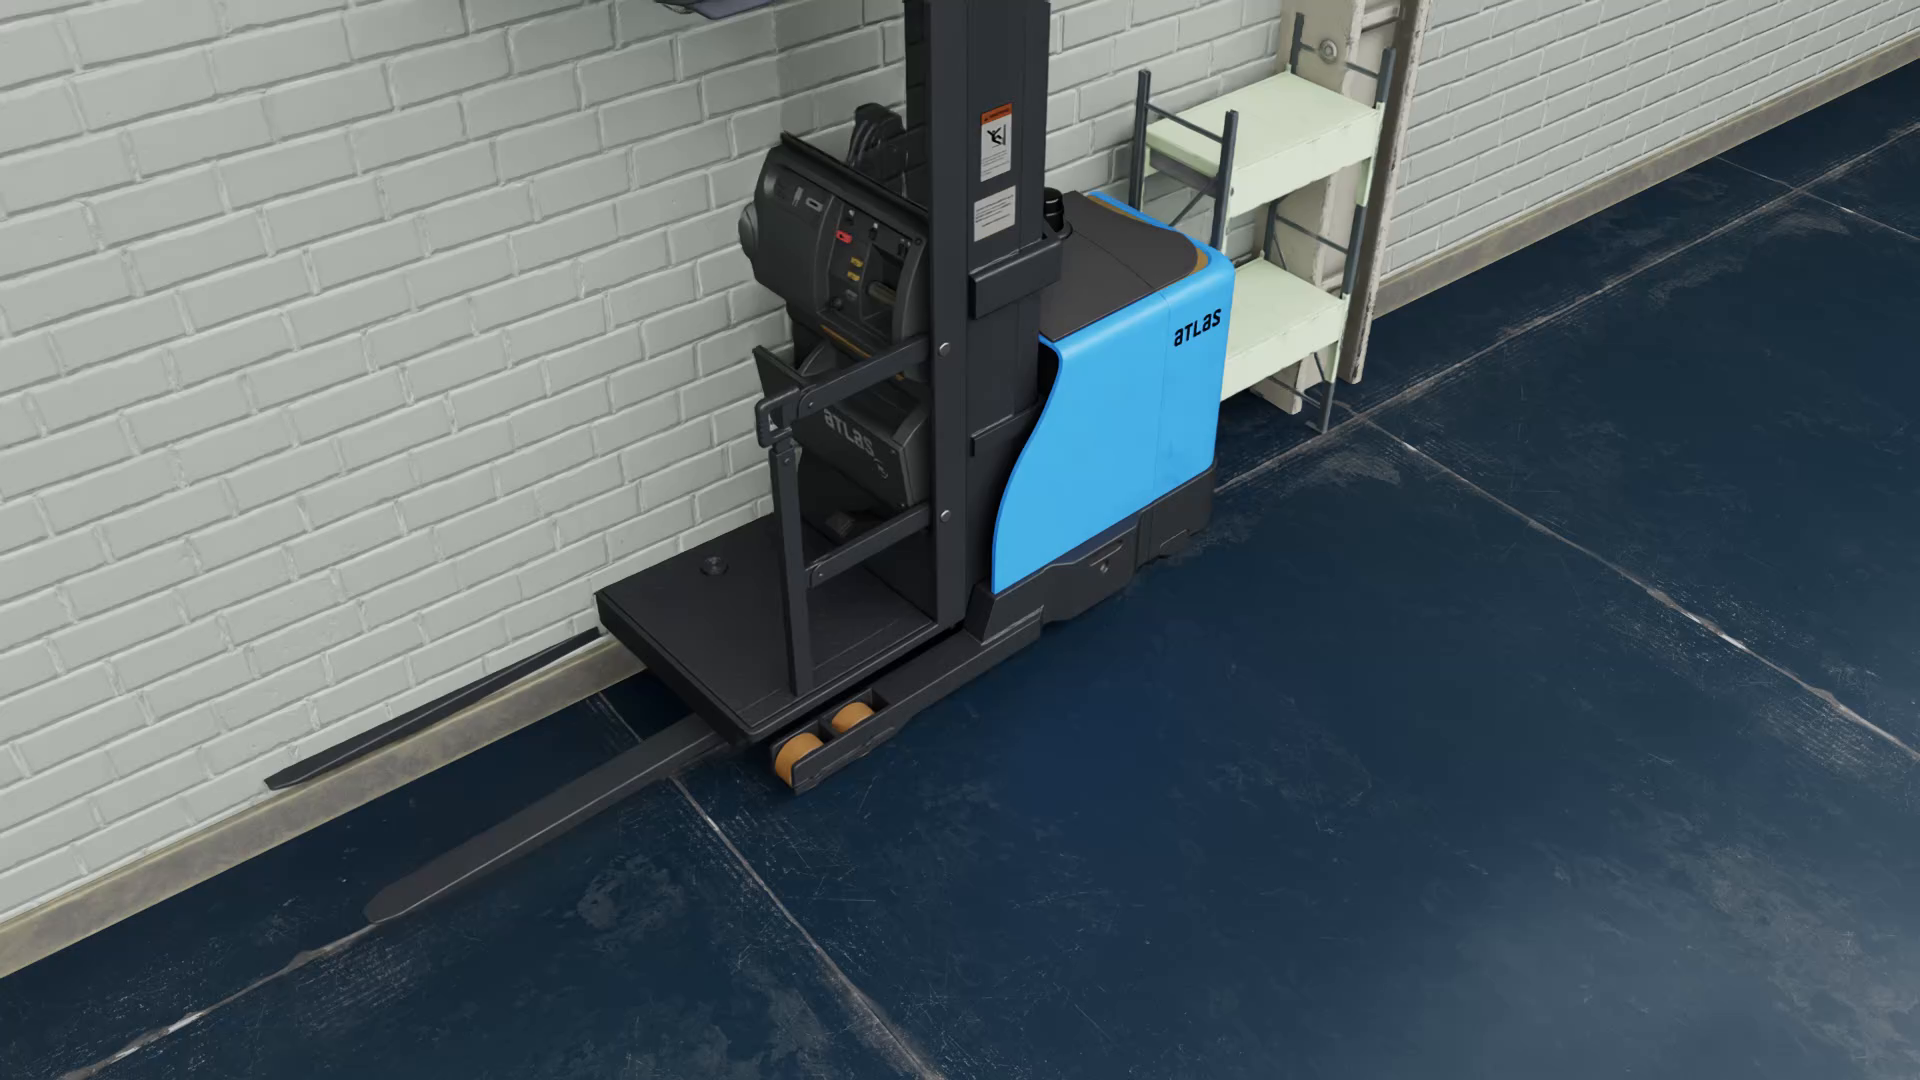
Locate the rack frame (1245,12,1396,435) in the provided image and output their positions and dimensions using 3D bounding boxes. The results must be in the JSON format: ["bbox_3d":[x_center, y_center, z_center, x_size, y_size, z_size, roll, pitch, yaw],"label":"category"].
[{"bbox_3d":[1.245,-1.075,5.874,0.023,1.500,0.400,-28,47,-30],"label":"rack frame"}]

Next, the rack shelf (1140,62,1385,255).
[{"bbox_3d":[0.967,-1.229,5.444,0.720,0.370,0.431,-28,47,-30],"label":"rack shelf"}]

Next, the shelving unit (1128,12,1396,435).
[{"bbox_3d":[0.964,-0.927,5.692,0.755,1.500,0.431,-28,47,-30],"label":"shelving unit"}]

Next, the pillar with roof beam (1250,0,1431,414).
[{"bbox_3d":[3.949,-1.944,1.024,0.400,9.000,9.100,-26,46,-28],"label":"pillar with roof beam"}]

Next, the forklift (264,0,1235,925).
[{"bbox_3d":[-0.572,-0.780,4.389,3.031,2.935,1.130,-29,48,-31],"label":"forklift"}]

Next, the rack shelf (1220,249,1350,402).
[{"bbox_3d":[0.961,-0.676,5.899,0.720,0.370,0.431,-28,47,-30],"label":"rack shelf"}]

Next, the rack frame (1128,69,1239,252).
[{"bbox_3d":[0.684,-0.780,5.509,0.023,1.500,0.400,-28,47,-30],"label":"rack frame"}]
